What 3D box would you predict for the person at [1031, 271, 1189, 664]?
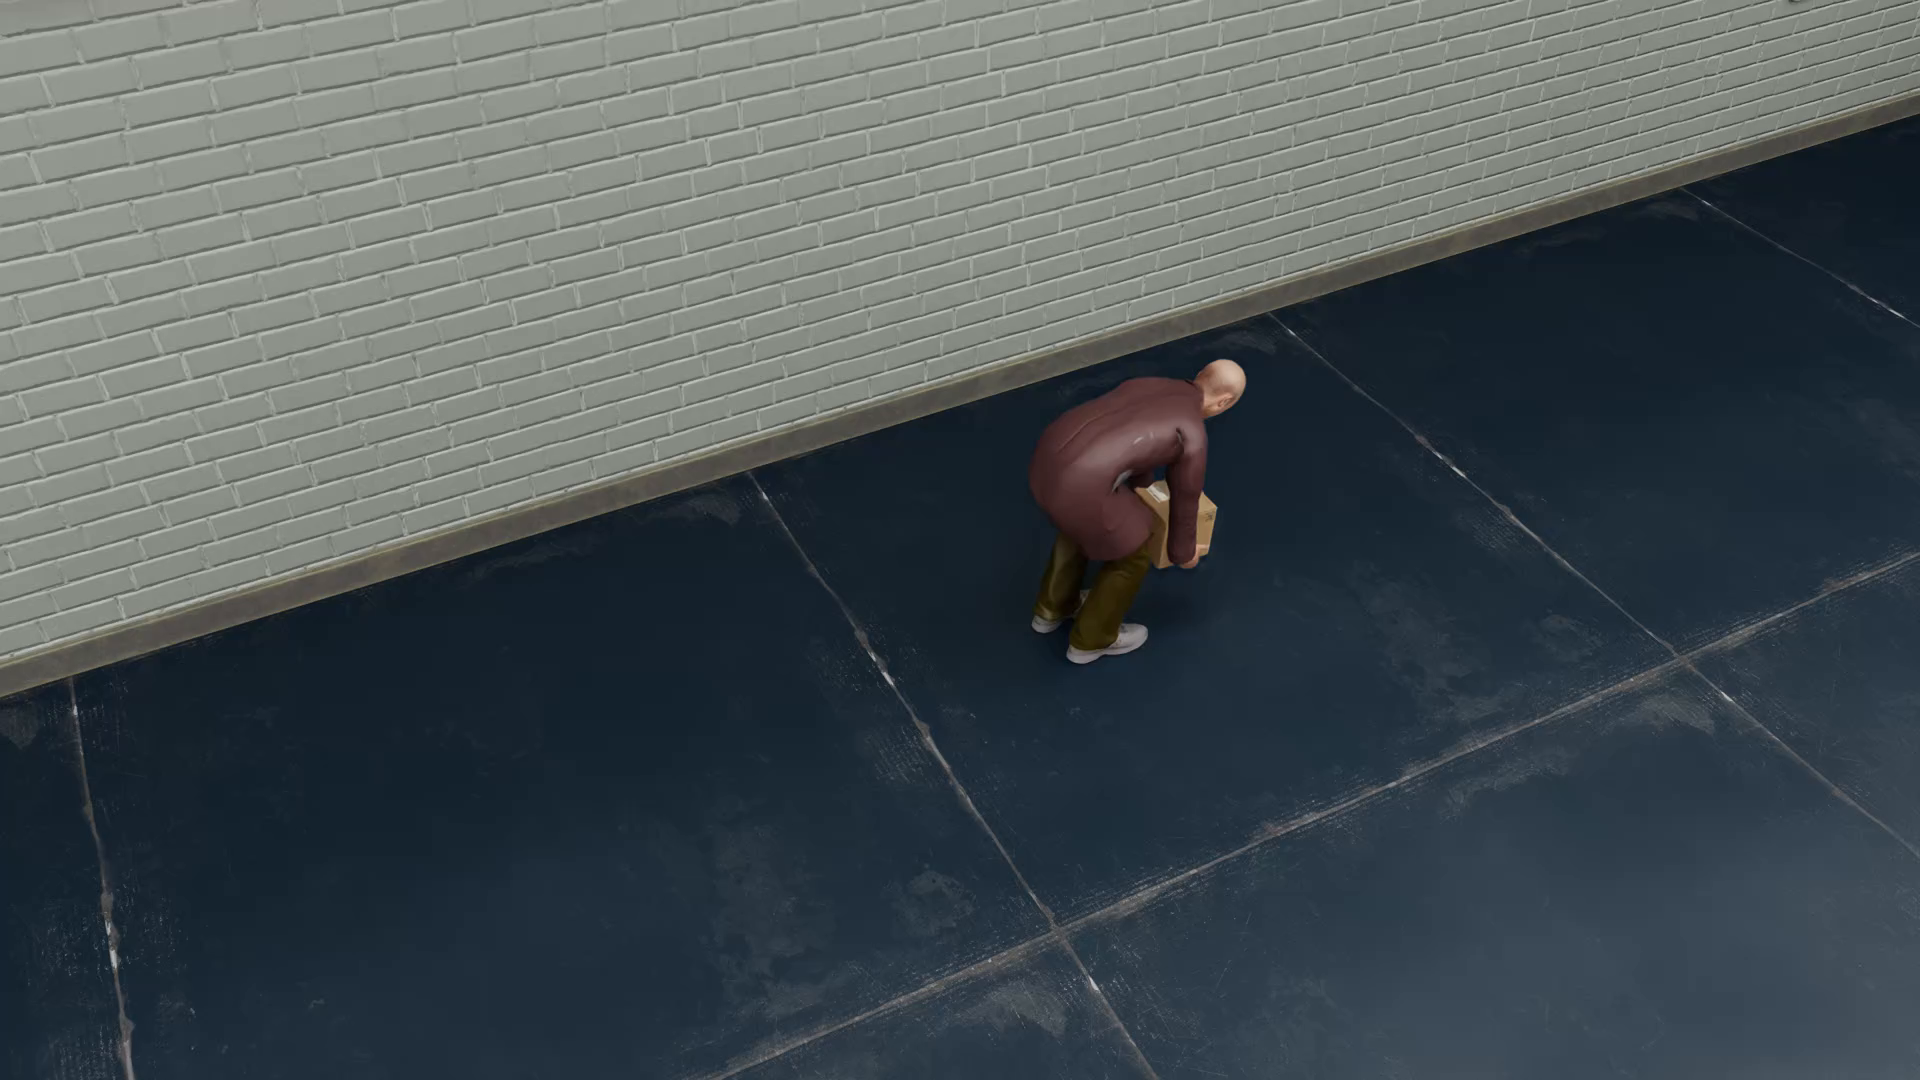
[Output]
[{"bbox_3d":[0.580,-0.293,6.512,0.558,1.780,0.523,-19,44,-21],"label":"person"}]
